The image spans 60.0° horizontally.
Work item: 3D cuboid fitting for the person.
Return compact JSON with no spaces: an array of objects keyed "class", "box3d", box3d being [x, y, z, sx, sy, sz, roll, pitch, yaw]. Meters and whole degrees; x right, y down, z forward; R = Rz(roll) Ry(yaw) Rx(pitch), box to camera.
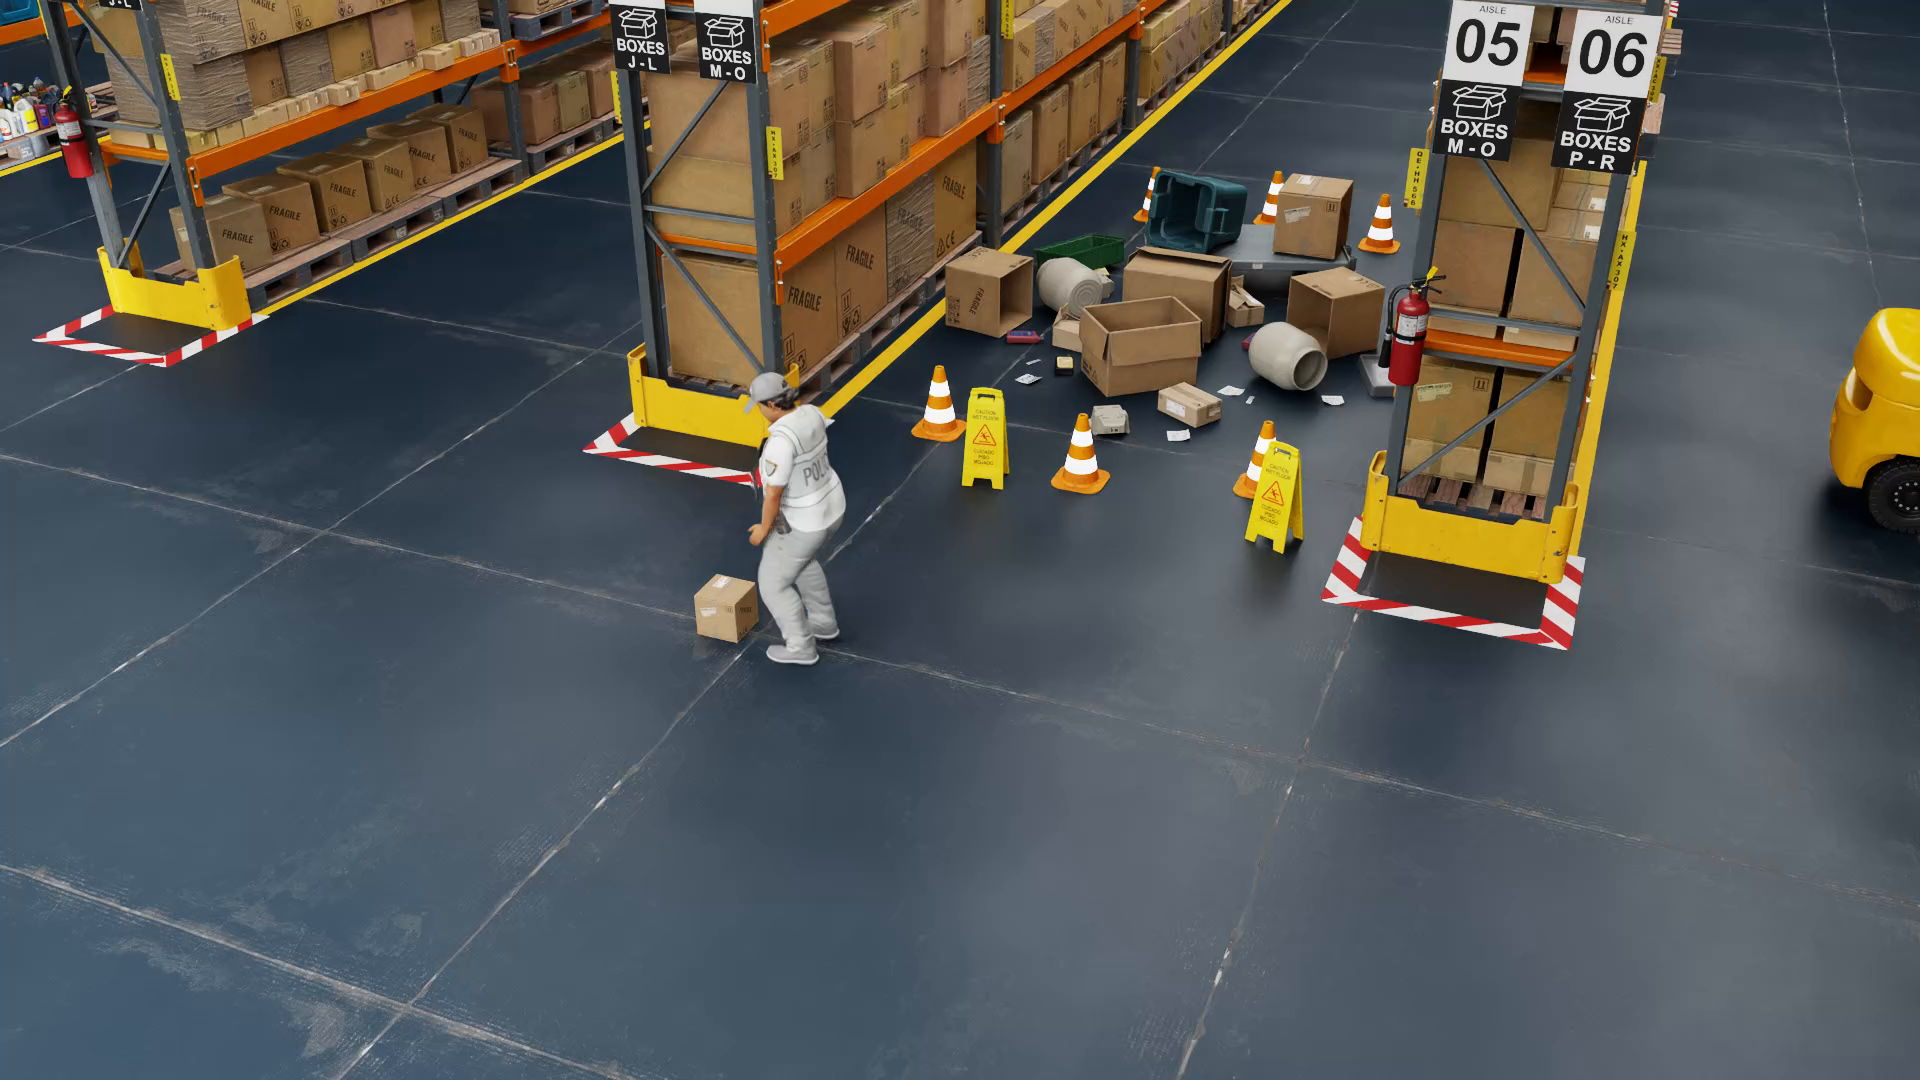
[{"class":"person","box3d":[-0.861,-0.105,8.632,0.479,1.620,0.496,12,32,20]}]
